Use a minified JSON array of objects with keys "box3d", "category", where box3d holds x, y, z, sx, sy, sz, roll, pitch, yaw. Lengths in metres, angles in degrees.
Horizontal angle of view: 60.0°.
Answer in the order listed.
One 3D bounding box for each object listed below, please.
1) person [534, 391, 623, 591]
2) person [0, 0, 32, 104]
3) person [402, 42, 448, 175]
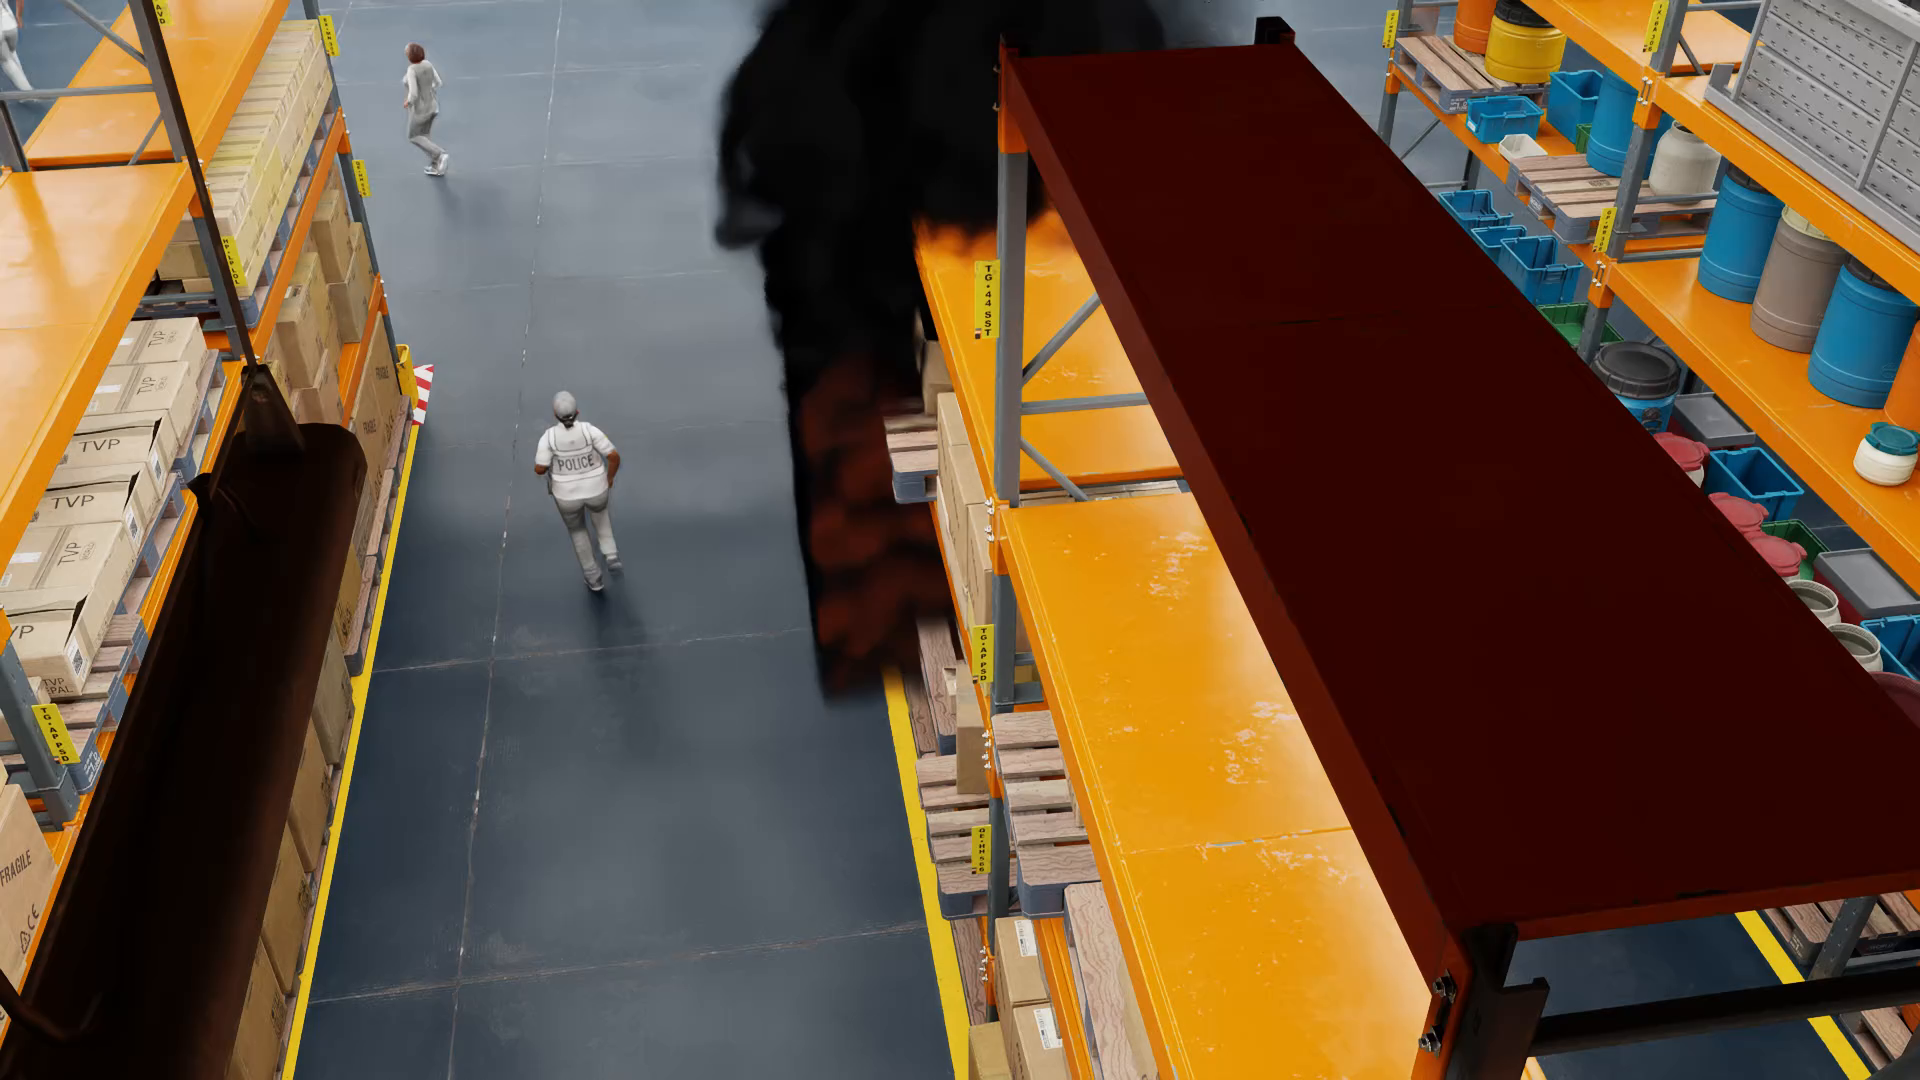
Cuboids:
[{"box3d":[-2.893,-0.405,12.623,0.612,1.636,0.586,-15,39,-19],"category":"person"},{"box3d":[-11.855,-6.254,20.500,0.777,1.849,0.646,23,42,28],"category":"person"},{"box3d":[-6.034,-4.846,18.741,0.560,1.550,0.532,17,39,21],"category":"person"}]
